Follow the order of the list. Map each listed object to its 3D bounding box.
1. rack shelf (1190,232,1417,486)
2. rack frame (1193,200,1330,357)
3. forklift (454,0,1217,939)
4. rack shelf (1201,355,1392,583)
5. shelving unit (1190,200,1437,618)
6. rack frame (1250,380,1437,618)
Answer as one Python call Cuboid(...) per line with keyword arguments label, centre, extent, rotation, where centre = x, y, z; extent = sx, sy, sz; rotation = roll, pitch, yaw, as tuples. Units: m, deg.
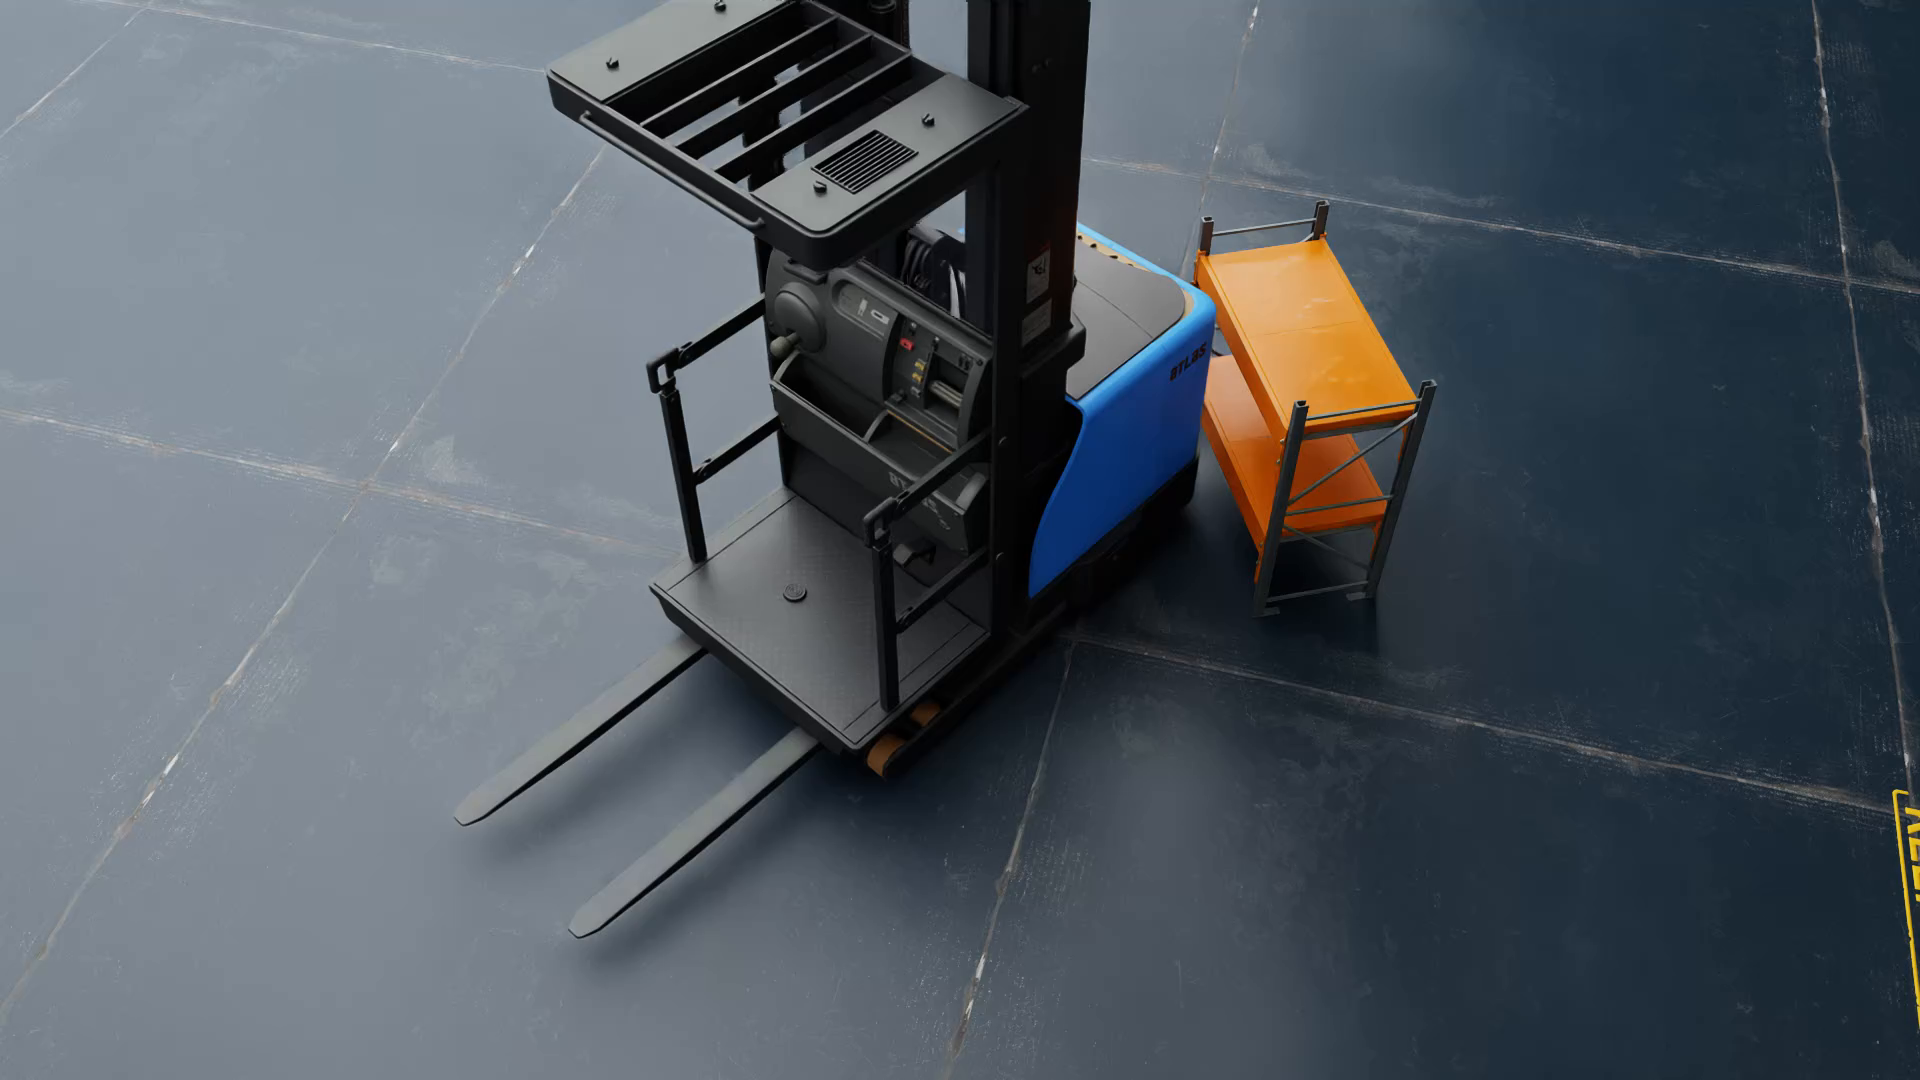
Cuboid(label="rack shelf", centre=(1.260, -0.688, 6.136), extent=(0.538, 0.278, 1.000), rotation=(-9, 49, -8))
Cuboid(label="rack frame", centre=(1.151, -0.867, 6.684), extent=(0.500, 1.125, 0.032), rotation=(-9, 49, -8))
Cuboid(label="forklift", centre=(-0.422, -0.563, 5.211), extent=(1.130, 2.935, 3.031), rotation=(35, 57, 27))
Cuboid(label="rack shelf", centre=(1.260, -0.333, 6.539), extent=(0.538, 0.278, 1.000), rotation=(-9, 49, -8))
Cuboid(label="shelving unit", centre=(1.260, -0.495, 6.355), extent=(0.538, 1.125, 1.048), rotation=(-9, 49, -8))
Cuboid(label="rack frame", centre=(1.368, -0.122, 6.027), extent=(0.500, 1.125, 0.032), rotation=(-9, 49, -8))
